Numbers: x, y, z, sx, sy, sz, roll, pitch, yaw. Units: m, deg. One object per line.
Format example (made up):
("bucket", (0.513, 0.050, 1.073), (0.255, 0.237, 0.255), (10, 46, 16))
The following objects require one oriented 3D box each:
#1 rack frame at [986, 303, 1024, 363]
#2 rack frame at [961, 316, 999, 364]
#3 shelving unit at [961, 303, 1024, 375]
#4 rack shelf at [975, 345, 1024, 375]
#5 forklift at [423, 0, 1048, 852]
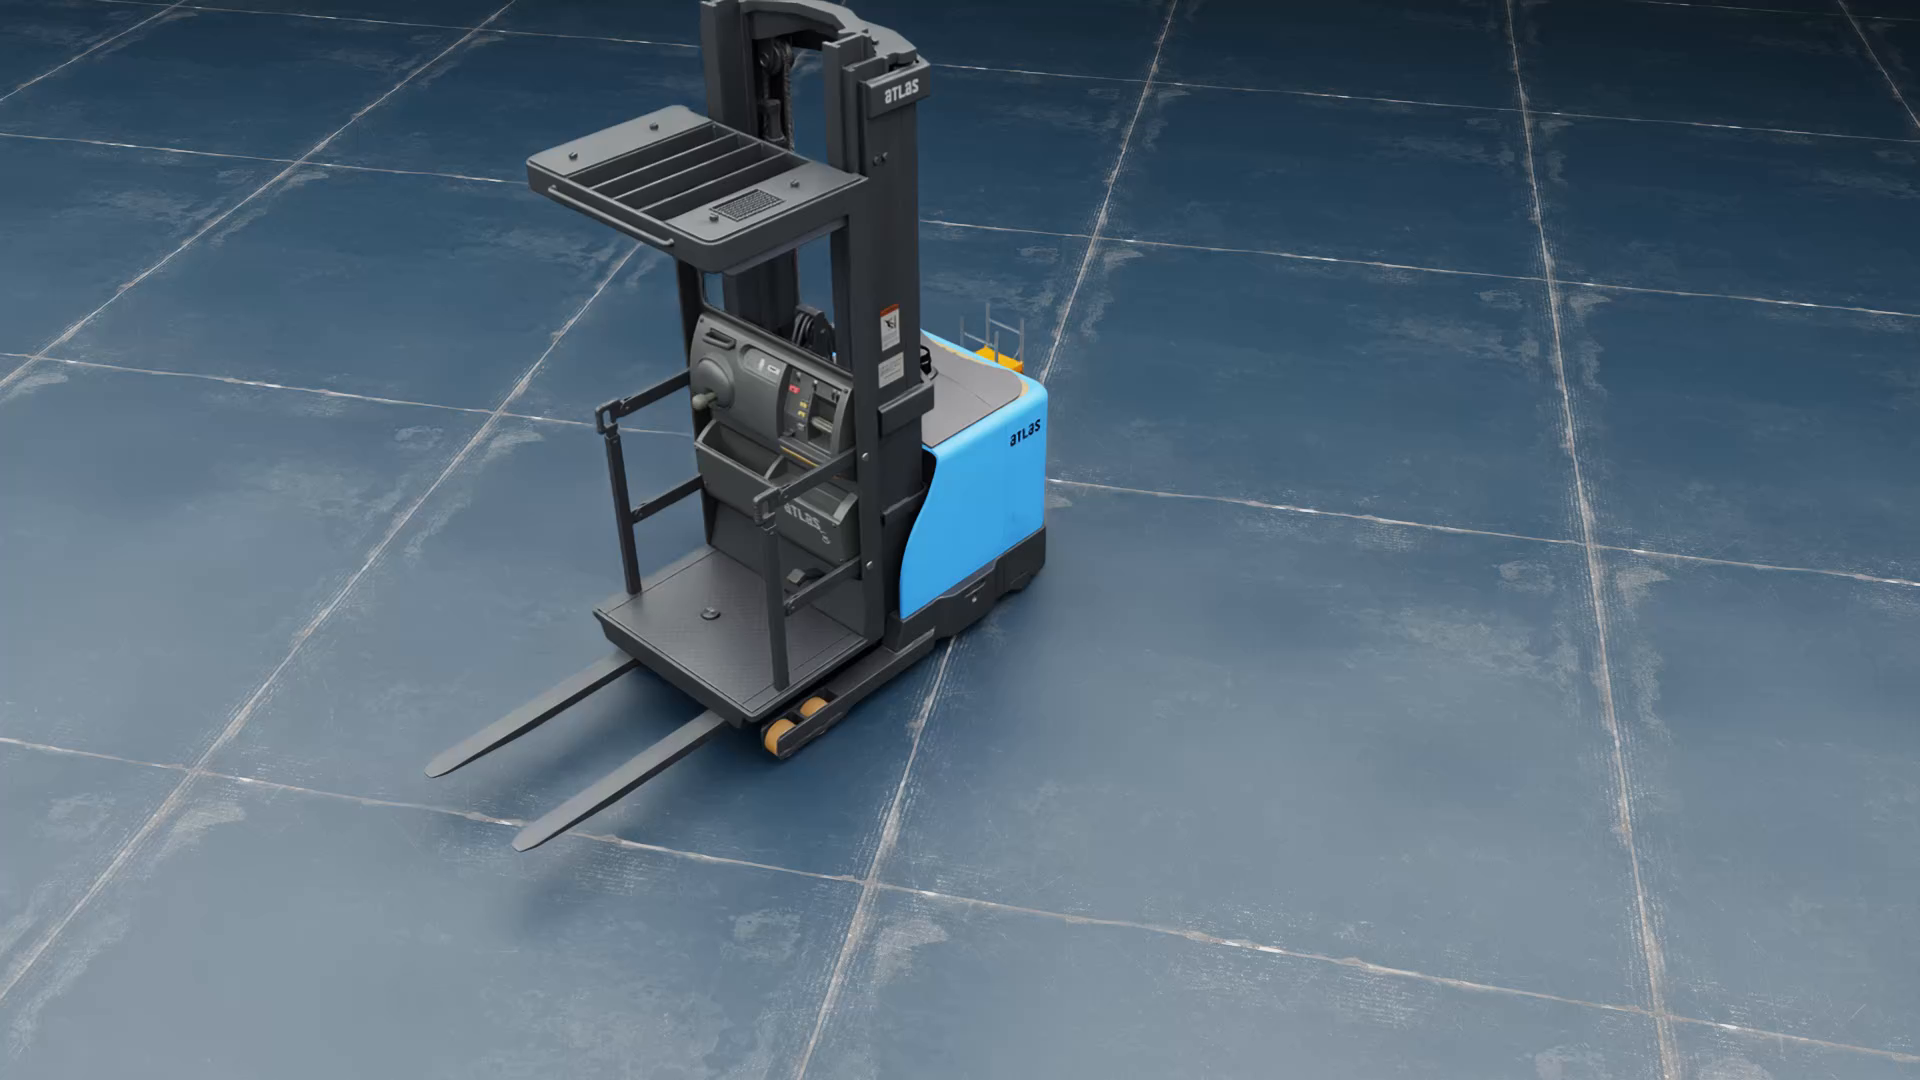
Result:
("rack frame", (0.217, -0.615, 8.347), (0.240, 1.200, 0.006), (28, 44, 33))
("rack frame", (0.093, -0.536, 8.237), (0.240, 1.200, 0.006), (28, 44, 33))
("shelving unit", (0.155, -0.576, 8.292), (0.258, 1.200, 0.189), (28, 44, 33))
("rack shelf", (0.155, -0.831, 8.107), (0.258, 0.103, 0.180), (28, 44, 33))
("forklift", (-0.941, -0.581, 6.824), (1.130, 2.935, 3.031), (28, 44, 33))
